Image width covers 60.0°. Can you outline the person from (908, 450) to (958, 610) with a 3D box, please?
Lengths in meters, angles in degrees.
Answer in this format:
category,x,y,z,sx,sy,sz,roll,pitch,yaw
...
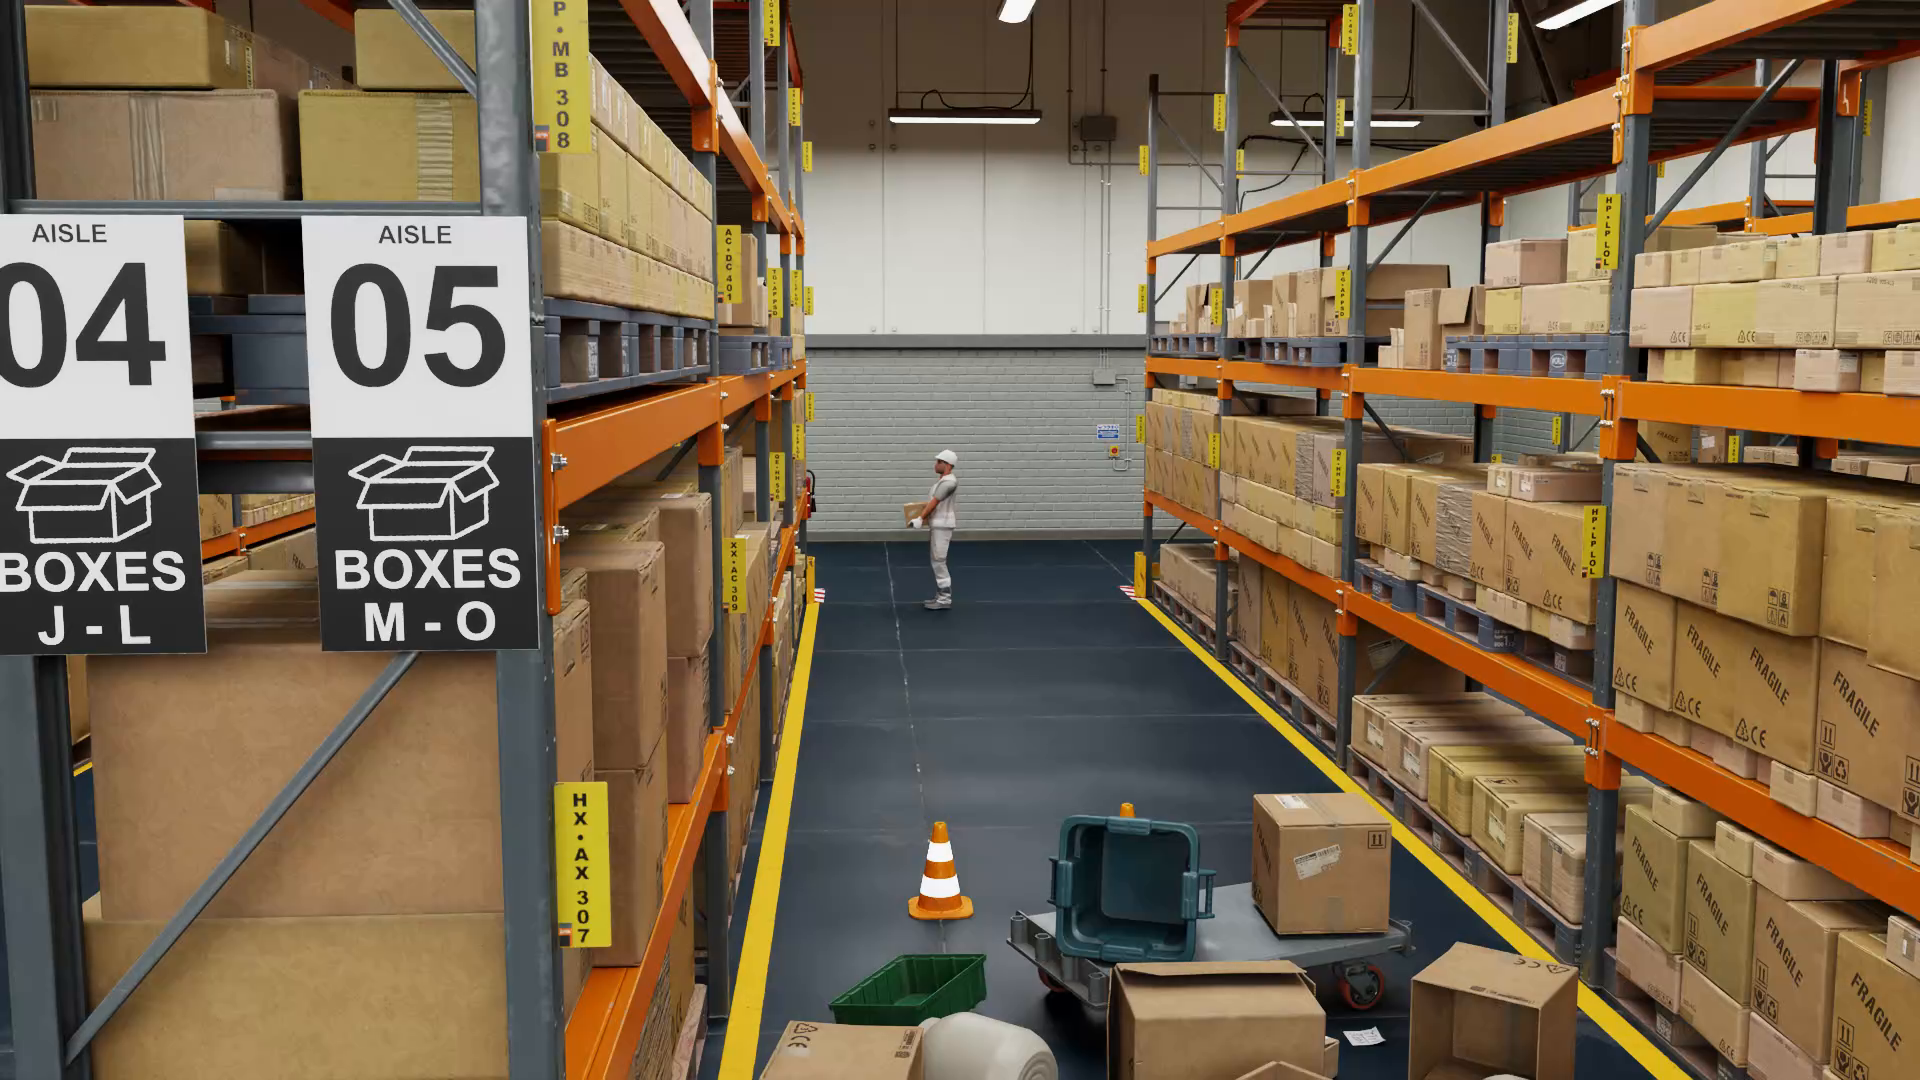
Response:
category,x,y,z,sx,sy,sz,roll,pitch,yaw
person,-0.309,-0.118,18.663,0.561,1.782,0.493,0,7,-3
